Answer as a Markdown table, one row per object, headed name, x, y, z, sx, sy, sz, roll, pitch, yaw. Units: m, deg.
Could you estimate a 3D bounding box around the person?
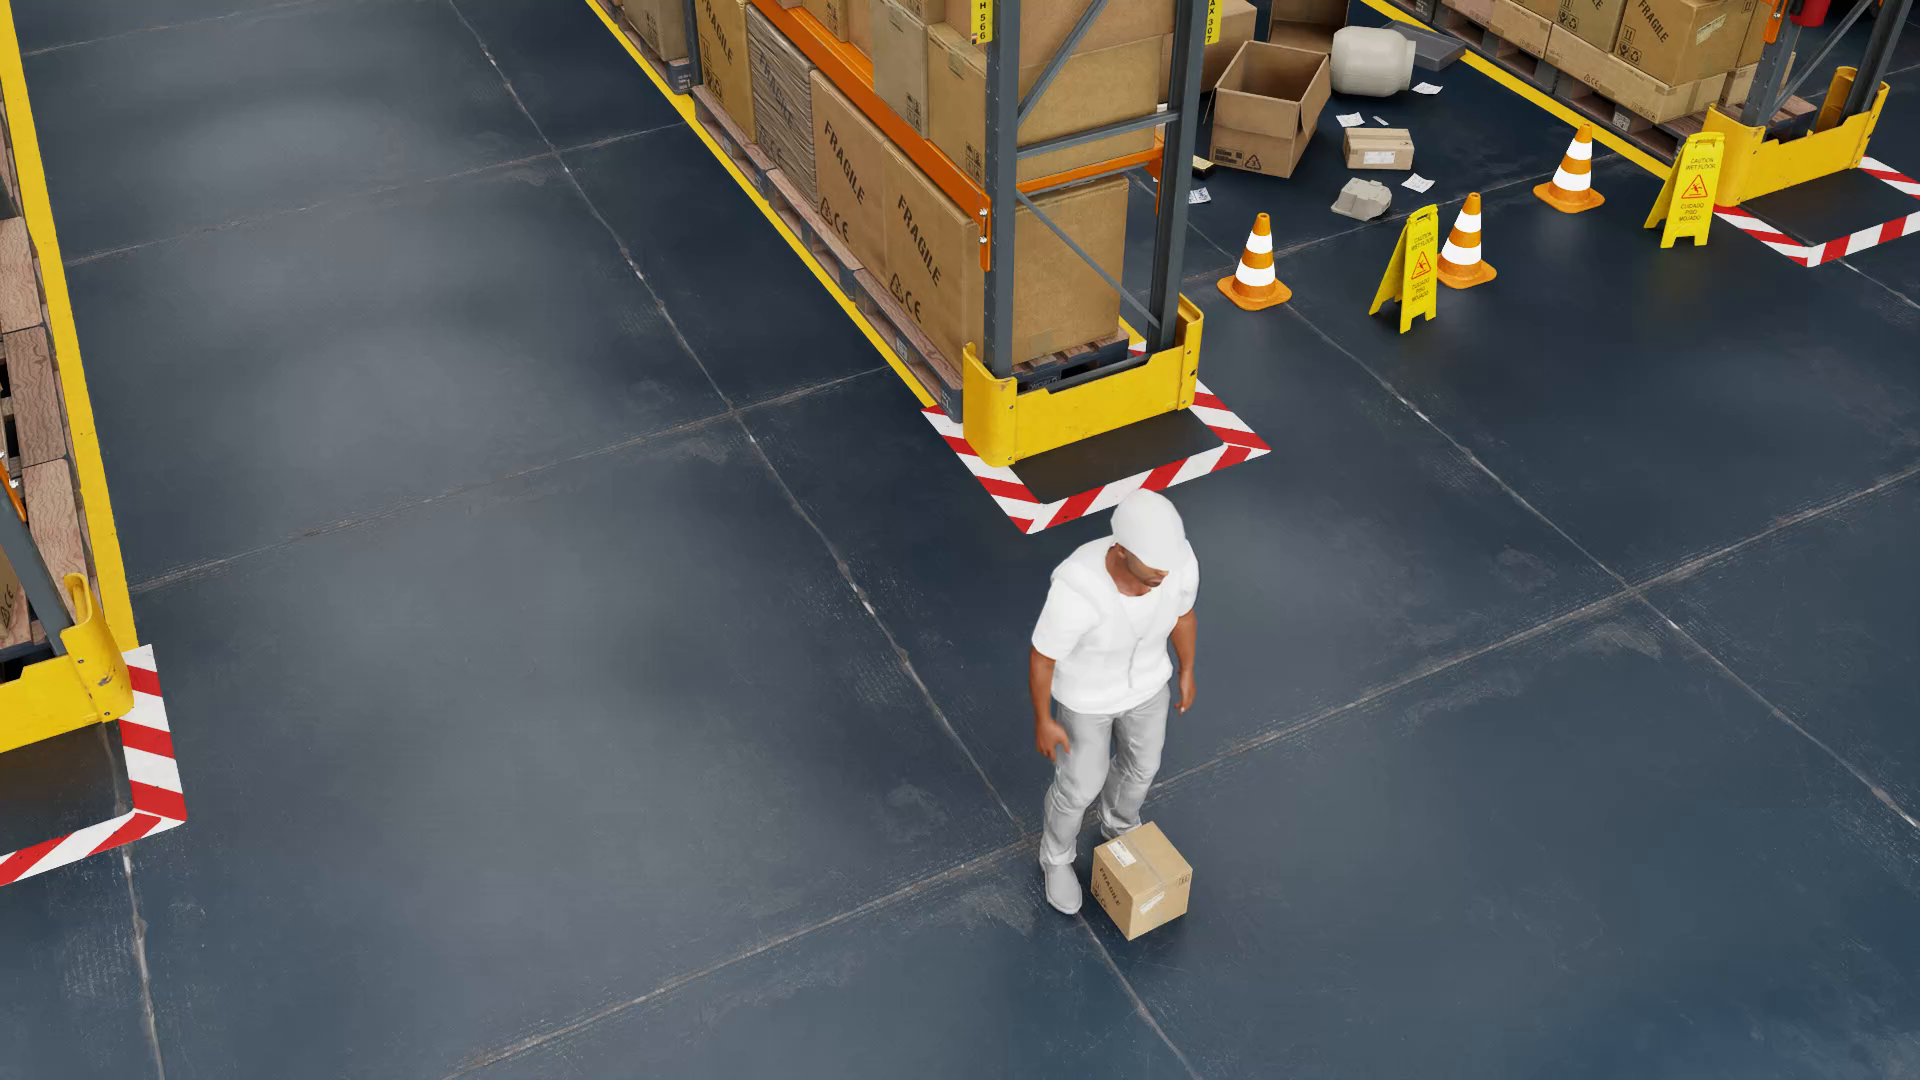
| name | x | y | z | sx | sy | sz | roll | pitch | yaw |
| --- | --- | --- | --- | --- | --- | --- | --- | --- | --- |
| person | 0.521 | 0.514 | 5.556 | 0.628 | 1.757 | 0.456 | -19 | 44 | -20 |
